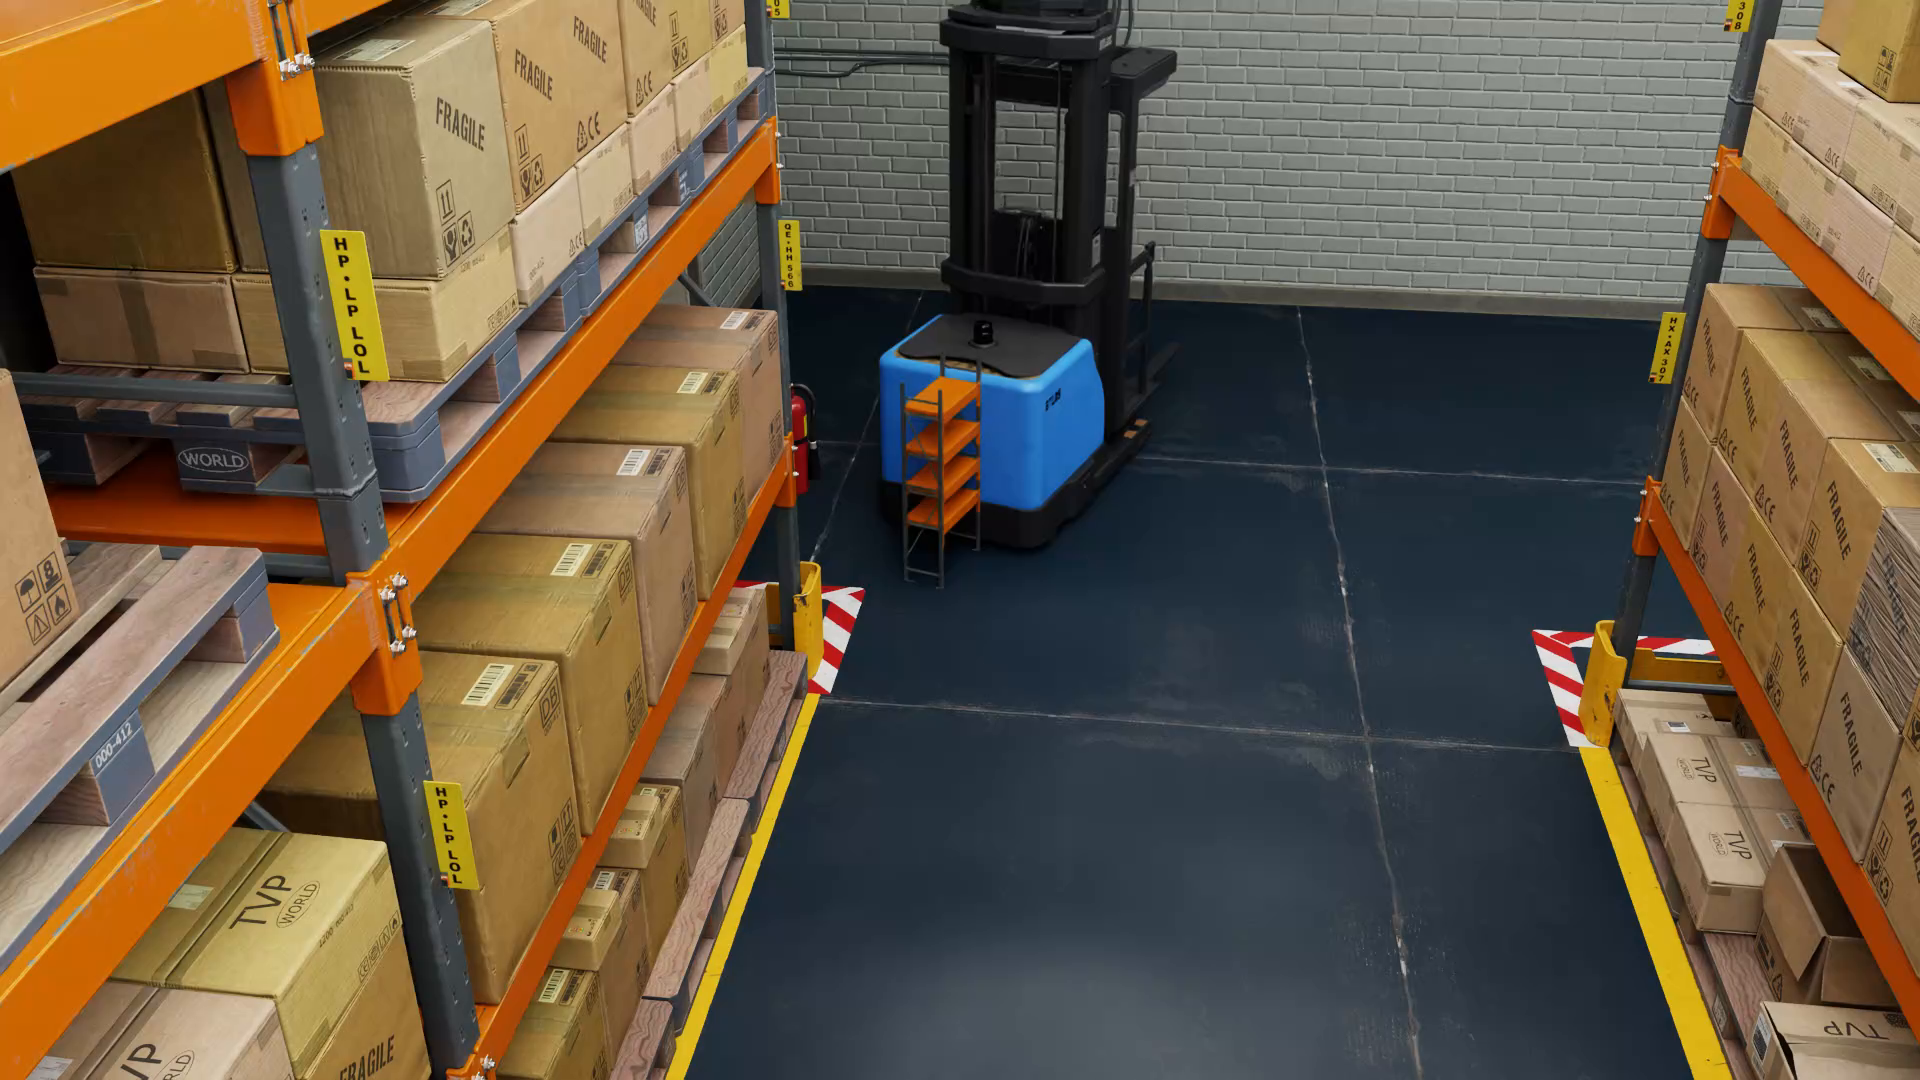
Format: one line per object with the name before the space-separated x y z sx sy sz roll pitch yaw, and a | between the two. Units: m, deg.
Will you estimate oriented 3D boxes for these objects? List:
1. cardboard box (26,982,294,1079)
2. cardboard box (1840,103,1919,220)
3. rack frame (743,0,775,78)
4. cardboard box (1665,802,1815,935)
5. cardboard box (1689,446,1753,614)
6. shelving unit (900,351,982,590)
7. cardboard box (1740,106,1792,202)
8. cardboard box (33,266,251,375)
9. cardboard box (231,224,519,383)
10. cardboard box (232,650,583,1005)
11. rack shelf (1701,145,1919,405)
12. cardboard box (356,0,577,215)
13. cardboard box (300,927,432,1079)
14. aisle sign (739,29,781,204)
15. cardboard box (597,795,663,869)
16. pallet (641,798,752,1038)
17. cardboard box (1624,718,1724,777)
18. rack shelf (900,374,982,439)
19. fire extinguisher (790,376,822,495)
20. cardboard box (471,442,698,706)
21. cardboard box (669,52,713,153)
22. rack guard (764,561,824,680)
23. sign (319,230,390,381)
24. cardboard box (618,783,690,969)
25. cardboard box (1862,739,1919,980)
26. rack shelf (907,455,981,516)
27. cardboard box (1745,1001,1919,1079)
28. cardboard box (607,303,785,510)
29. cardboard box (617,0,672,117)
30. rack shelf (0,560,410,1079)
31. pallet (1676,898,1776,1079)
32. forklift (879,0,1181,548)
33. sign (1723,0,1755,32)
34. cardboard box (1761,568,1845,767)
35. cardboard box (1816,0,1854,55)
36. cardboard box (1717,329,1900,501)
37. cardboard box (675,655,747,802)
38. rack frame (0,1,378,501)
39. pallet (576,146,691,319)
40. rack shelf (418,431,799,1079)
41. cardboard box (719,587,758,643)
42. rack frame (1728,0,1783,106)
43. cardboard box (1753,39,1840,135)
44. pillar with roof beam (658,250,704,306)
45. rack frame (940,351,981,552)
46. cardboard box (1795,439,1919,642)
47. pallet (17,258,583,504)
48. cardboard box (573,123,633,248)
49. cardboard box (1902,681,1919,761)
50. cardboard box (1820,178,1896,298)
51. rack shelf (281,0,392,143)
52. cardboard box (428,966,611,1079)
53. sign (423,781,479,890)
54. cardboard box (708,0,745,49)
cardboard box | -1.671 1.138 3.244 0.500 0.250 0.500 4 29 7
cardboard box | 3.167 -1.197 5.277 0.500 0.250 0.500 3 28 6
rack frame | -1.305 -3.347 6.474 1.000 3.000 0.127 3 28 6
cardboard box | 3.141 1.308 6.595 0.500 0.250 0.500 3 28 6
cardboard box | 3.238 -0.027 6.531 0.500 0.500 0.500 3 28 6
shelving unit | -0.099 -0.381 9.193 0.258 1.200 0.503 13 31 22
cardboard box | 3.296 -1.447 6.268 0.500 0.250 0.500 3 28 6
cardboard box | -1.944 -0.642 4.226 0.500 0.250 0.500 4 29 7
cardboard box | -1.449 -0.616 4.178 0.500 0.250 0.500 3 28 6
cardboard box | -1.713 0.791 4.803 0.980 0.700 0.700 4 29 7
rack shelf | 3.367 -0.482 5.077 1.077 0.370 4.000 3 28 6
cardboard box | -1.373 -1.198 4.467 0.500 0.500 0.500 3 28 5
cardboard box | -1.602 1.226 3.872 0.500 0.500 0.500 3 28 5
aisle sign | -0.999 -1.866 7.311 0.394 0.787 0.004 3 28 6
cardboard box | -1.315 1.065 6.119 0.380 0.149 0.250 3 28 5
pallet | -1.477 1.476 6.788 1.003 0.211 1.213 3 28 6
cardboard box | 3.189 0.929 7.386 0.380 0.166 0.250 3 28 6
rack shelf | -0.099 -0.727 9.006 0.258 0.148 0.480 13 31 22
fire extinguisher | -0.829 -0.551 8.086 0.296 0.674 0.183 3 28 6
cardboard box | -1.538 0.105 6.077 0.980 0.700 0.700 2 28 4
cardboard box | -1.194 -1.584 5.974 0.500 0.250 0.500 2 28 4
rack guard | -1.302 0.384 8.511 1.175 0.500 0.348 3 28 6
sign | -1.256 -0.482 3.443 0.100 0.325 0.005 3 28 6
cardboard box | -1.472 1.269 6.424 0.700 0.500 0.500 4 29 7
cardboard box | 2.990 0.927 4.762 0.500 0.500 0.500 4 29 8
rack shelf | -0.099 -0.322 9.225 0.258 0.148 0.480 13 31 22
cardboard box | 3.002 1.816 5.588 0.500 0.311 0.500 3 28 6
cardboard box | -1.358 -0.597 7.379 0.980 0.700 0.700 5 29 9
cardboard box | -1.252 -1.678 5.358 0.500 0.500 0.500 2 28 4
rack shelf | -2.040 1.115 2.114 1.077 0.370 4.000 3 28 6
pallet | 3.354 1.792 6.201 1.003 0.211 1.213 3 28 6
forklift | 0.618 -1.917 10.219 1.130 2.935 3.031 13 31 22
sign | 3.073 -2.156 6.505 0.100 0.325 0.005 3 28 6
cardboard box | 3.110 0.445 5.657 0.500 0.500 0.500 4 29 7
cardboard box | 3.565 -1.981 5.943 0.700 0.500 0.500 3 28 6
cardboard box | 3.239 -0.463 6.288 0.500 0.500 0.500 4 29 7
cardboard box | -1.353 0.781 7.330 0.700 0.500 0.500 3 28 6
rack frame | -1.795 -1.464 2.979 1.000 3.000 0.127 3 28 6
pallet | -1.533 -1.061 5.488 1.003 0.211 1.213 3 28 6
rack shelf | -1.550 0.553 6.320 1.077 0.370 4.000 3 28 6
cardboard box | -1.127 0.331 7.482 0.380 0.149 0.250 3 28 6
rack frame | 3.612 -3.060 5.943 1.000 3.000 0.127 3 28 6
cardboard box | 3.290 -1.667 6.150 0.500 0.250 0.500 3 28 6
pillar with roof beam | 2.440 -4.418 8.462 9.100 9.000 0.400 3 28 6
rack frame | 0.004 -0.486 9.387 0.240 1.200 0.015 13 31 22
cardboard box | 3.112 0.011 5.407 0.500 0.500 0.500 3 28 6
pallet | -1.685 -0.489 4.425 1.003 0.211 1.213 3 28 6
cardboard box | -1.317 -1.097 5.071 0.500 0.250 0.500 3 28 5
cardboard box | 2.987 0.485 4.528 0.500 0.500 0.500 3 28 5
cardboard box | 3.163 -0.977 5.396 0.500 0.250 0.500 3 28 6
rack shelf | -1.550 -1.912 4.992 1.077 0.370 4.000 3 28 6
cardboard box | -1.602 1.747 5.537 0.700 0.500 0.500 4 29 7
sign | -1.256 0.730 4.096 0.100 0.325 0.005 3 28 6
cardboard box | -1.124 -2.159 6.251 0.500 0.500 0.500 3 28 6
